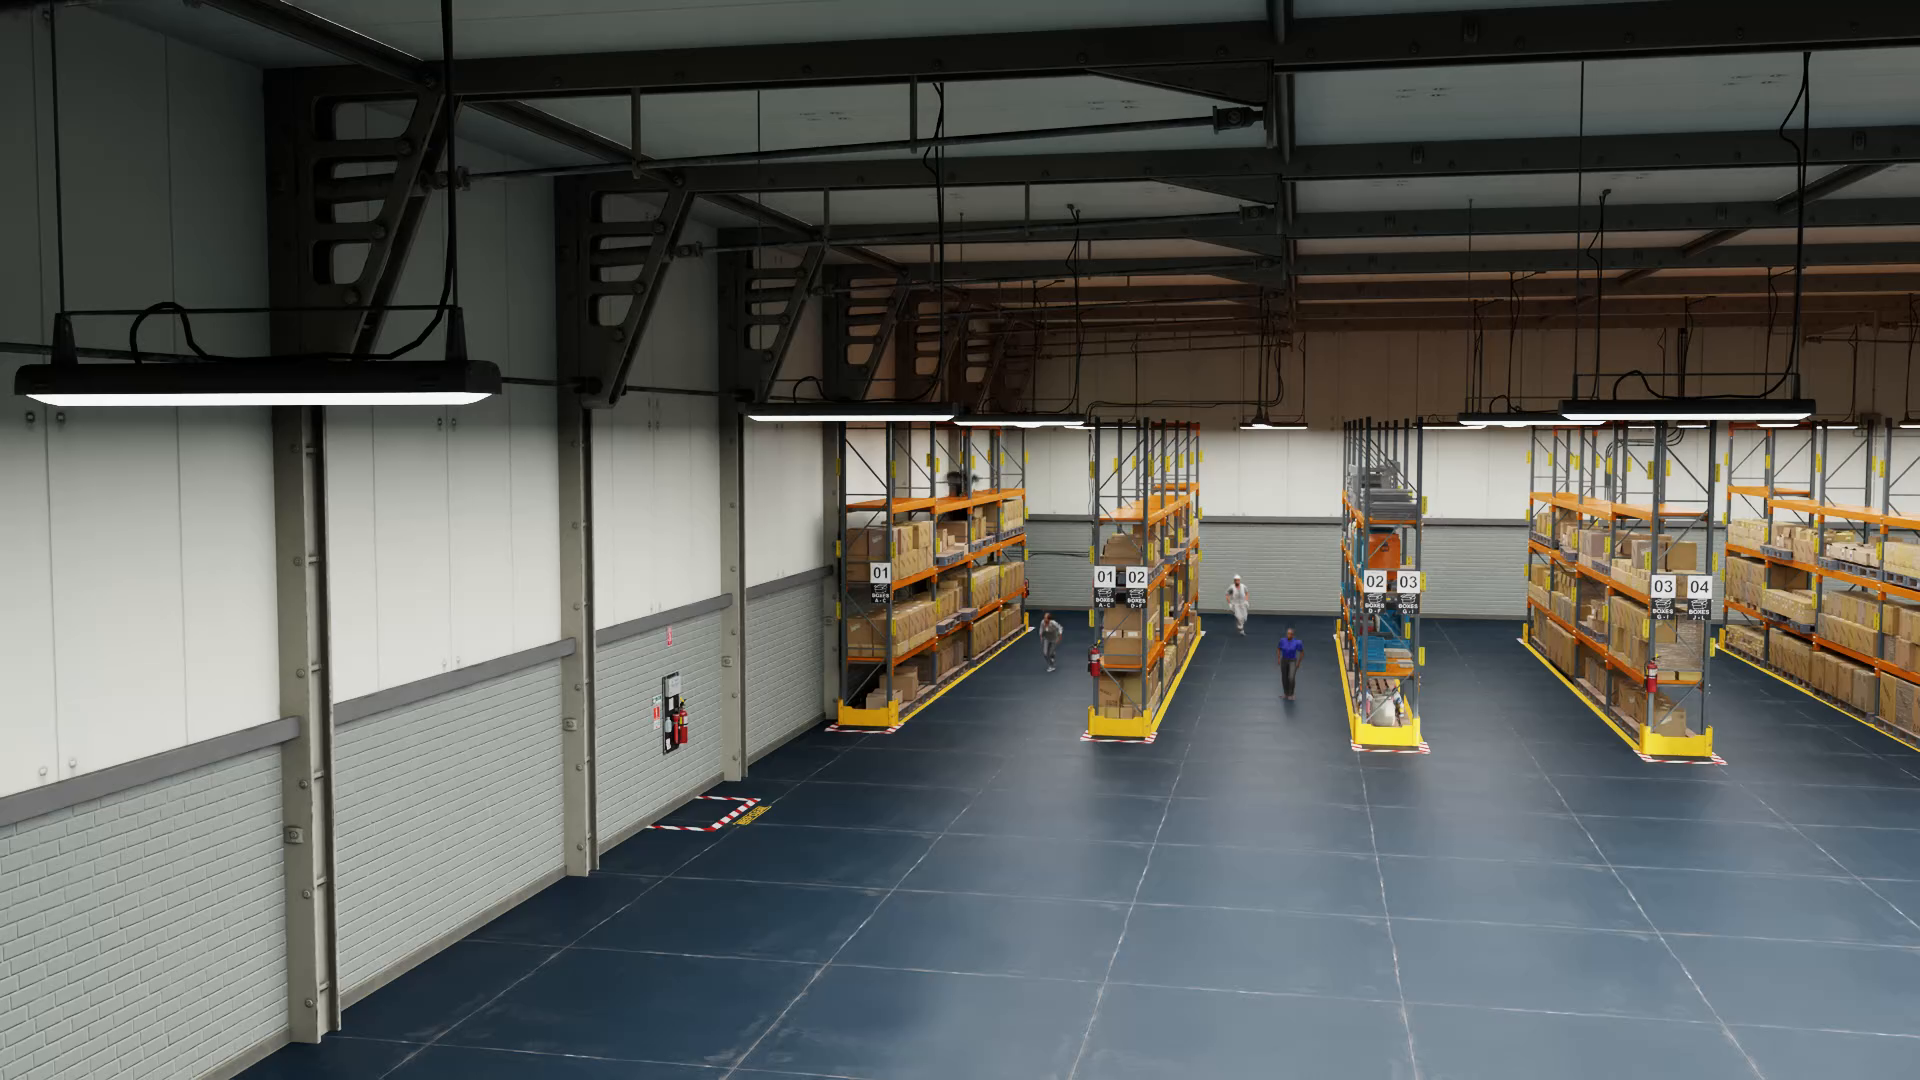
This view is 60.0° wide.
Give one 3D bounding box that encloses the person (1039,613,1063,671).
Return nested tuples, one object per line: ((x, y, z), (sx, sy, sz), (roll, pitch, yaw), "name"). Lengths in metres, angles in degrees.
((2.186, 2.434, 39.742), (0.561, 1.436, 0.789), (1, 4, 18), "person")

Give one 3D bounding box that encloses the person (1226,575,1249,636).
((7.786, 1.836, 46.728), (0.666, 1.724, 0.571), (-1, 4, -12), "person")

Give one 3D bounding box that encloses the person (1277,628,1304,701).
((7.082, 2.636, 35.604), (0.575, 1.579, 0.652), (2, 4, 31), "person")
